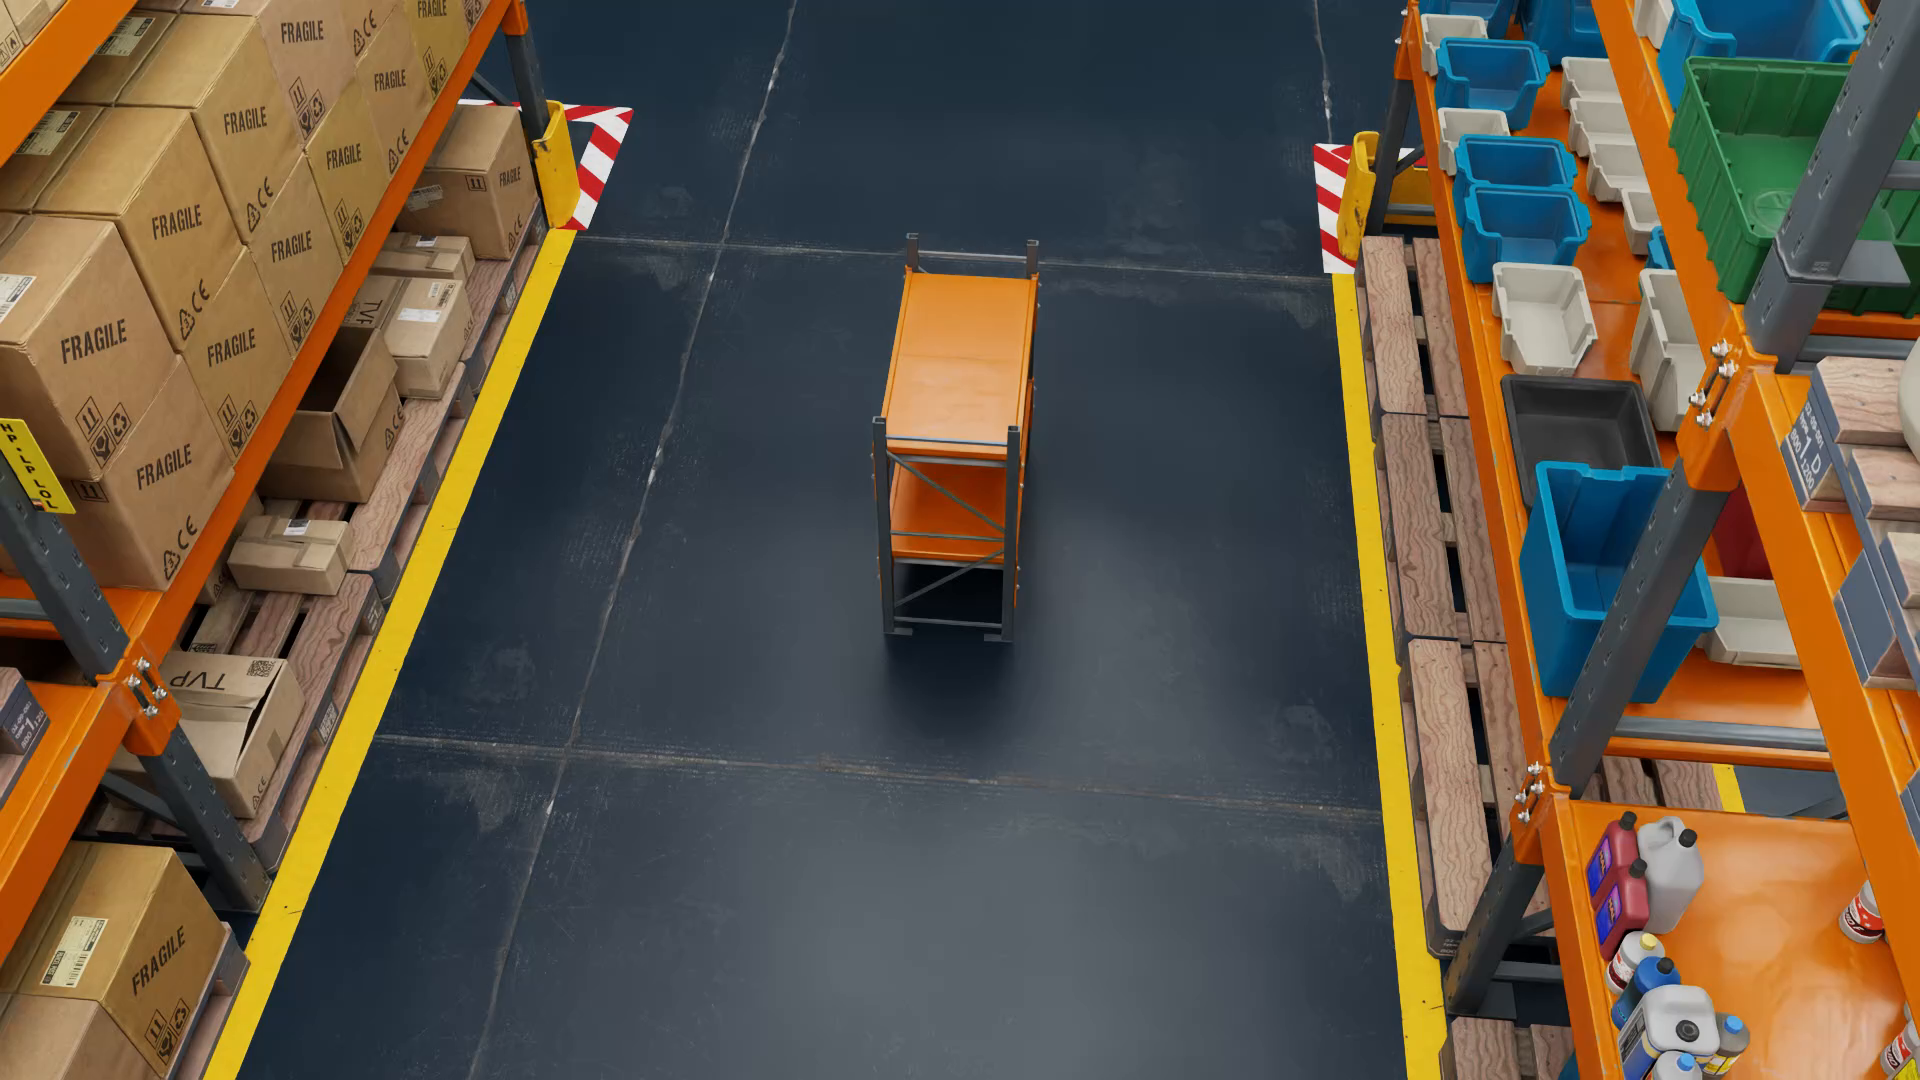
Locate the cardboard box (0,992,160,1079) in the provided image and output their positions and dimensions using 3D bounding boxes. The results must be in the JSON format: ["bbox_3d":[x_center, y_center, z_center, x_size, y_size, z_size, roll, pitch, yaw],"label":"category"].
[{"bbox_3d":[-2.671,1.615,4.662,0.500,0.500,0.500,4,48,4],"label":"cardboard box"}]

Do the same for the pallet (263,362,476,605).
[{"bbox_3d":[-2.685,-0.288,6.896,1.003,0.211,1.213,4,48,4],"label":"pallet"}]

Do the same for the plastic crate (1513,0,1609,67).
[{"bbox_3d":[2.595,-2.202,6.693,0.616,0.435,0.499,4,48,4],"label":"plastic crate"}]

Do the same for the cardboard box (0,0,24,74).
[{"bbox_3d":[-2.567,-1.128,3.843,0.500,0.250,0.500,4,48,4],"label":"cardboard box"}]

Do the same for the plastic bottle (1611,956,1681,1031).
[{"bbox_3d":[1.603,1.050,3.870,0.097,0.271,0.097,0,48,0],"label":"plastic bottle"}]

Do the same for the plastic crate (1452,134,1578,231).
[{"bbox_3d":[1.969,-1.266,5.974,0.416,0.233,0.300,4,48,4],"label":"plastic crate"}]

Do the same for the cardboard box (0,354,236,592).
[{"bbox_3d":[-2.540,-0.215,4.872,0.500,0.500,0.500,5,48,5],"label":"cardboard box"}]

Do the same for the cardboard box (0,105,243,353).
[{"bbox_3d":[-2.488,-0.903,4.824,0.500,0.500,0.500,3,48,2],"label":"cardboard box"}]

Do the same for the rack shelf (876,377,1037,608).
[{"bbox_3d":[0.001,-0.220,6.546,0.538,0.278,1.000,4,48,4],"label":"rack shelf"}]

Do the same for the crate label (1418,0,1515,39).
[{"bbox_3d":[2.089,-2.233,6.858,0.416,0.233,0.303,4,48,4],"label":"crate label"}]

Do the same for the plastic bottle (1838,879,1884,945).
[{"bbox_3d":[2.235,0.894,4.060,0.097,0.201,0.097,0,48,0],"label":"plastic bottle"}]

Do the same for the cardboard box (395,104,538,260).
[{"bbox_3d":[-2.297,-1.653,7.651,0.500,0.500,0.500,4,48,4],"label":"cardboard box"}]

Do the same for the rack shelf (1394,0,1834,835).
[{"bbox_3d":[2.257,-0.716,5.886,1.077,0.370,4.000,4,48,4],"label":"rack shelf"}]

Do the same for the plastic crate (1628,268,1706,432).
[{"bbox_3d":[2.397,-0.579,5.313,0.437,0.282,0.530,4,48,4],"label":"plastic crate"}]

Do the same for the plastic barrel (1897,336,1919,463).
[{"bbox_3d":[1.777,-0.319,2.626,0.433,0.535,0.433,0,48,0],"label":"plastic barrel"}]

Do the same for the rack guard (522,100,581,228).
[{"bbox_3d":[-2.500,-1.865,8.143,1.175,0.500,0.348,4,48,4],"label":"rack guard"}]

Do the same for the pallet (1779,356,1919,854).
[{"bbox_3d":[2.101,0.145,2.706,1.213,0.211,1.003,4,48,4],"label":"pallet"}]

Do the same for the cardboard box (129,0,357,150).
[{"bbox_3d":[-2.394,-1.660,5.516,0.500,0.500,0.500,5,48,5],"label":"cardboard box"}]

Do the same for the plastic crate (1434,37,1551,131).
[{"bbox_3d":[2.029,-1.749,6.416,0.416,0.233,0.300,4,48,4],"label":"plastic crate"}]

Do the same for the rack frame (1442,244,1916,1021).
[{"bbox_3d":[2.075,0.511,4.276,1.000,3.000,0.127,4,48,4],"label":"rack frame"}]

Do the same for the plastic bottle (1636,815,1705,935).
[{"bbox_3d":[1.716,0.794,4.050,0.144,0.351,0.185,4,48,4],"label":"plastic bottle"}]

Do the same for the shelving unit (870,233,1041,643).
[{"bbox_3d":[0.001,-0.385,6.365,0.538,1.125,1.048,4,48,4],"label":"shelving unit"}]

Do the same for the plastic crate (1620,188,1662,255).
[{"bbox_3d":[2.495,-1.111,5.898,0.298,0.136,0.250,4,48,4],"label":"plastic crate"}]

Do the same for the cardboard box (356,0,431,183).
[{"bbox_3d":[-2.358,-1.703,6.233,0.500,0.500,0.500,4,48,4],"label":"cardboard box"}]

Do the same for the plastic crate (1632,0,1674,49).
[{"bbox_3d":[1.812,-1.373,4.145,0.293,0.136,0.466,4,48,4],"label":"plastic crate"}]

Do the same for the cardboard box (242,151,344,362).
[{"bbox_3d":[-2.448,-0.959,5.553,0.500,0.500,0.500,4,48,3],"label":"cardboard box"}]

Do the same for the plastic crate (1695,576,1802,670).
[{"bbox_3d":[2.260,0.247,4.655,0.396,0.136,0.243,4,48,4],"label":"plastic crate"}]

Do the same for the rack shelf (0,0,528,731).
[{"bbox_3d":[-2.675,-1.052,6.193,1.077,0.370,4.000,4,48,4],"label":"rack shelf"}]

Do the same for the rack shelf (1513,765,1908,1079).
[{"bbox_3d":[1.893,2.223,3.197,1.077,0.370,4.000,4,48,4],"label":"rack shelf"}]

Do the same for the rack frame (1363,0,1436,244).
[{"bbox_3d":[2.439,-2.429,6.964,1.000,3.000,0.127,4,48,4],"label":"rack frame"}]

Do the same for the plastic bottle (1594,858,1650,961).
[{"bbox_3d":[1.604,0.889,4.009,0.061,0.283,0.133,4,48,4],"label":"plastic bottle"}]

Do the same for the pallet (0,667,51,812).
[{"bbox_3d":[-3.039,0.819,4.124,1.003,0.211,1.213,4,48,4],"label":"pallet"}]

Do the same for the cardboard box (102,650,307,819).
[{"bbox_3d":[-2.604,0.640,5.682,0.500,0.311,0.500,4,48,4],"label":"cardboard box"}]

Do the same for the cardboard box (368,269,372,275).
[{"bbox_3d":[-2.871,-1.237,7.440,0.500,0.250,0.500,4,48,4],"label":"cardboard box"}]

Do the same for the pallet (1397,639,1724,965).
[{"bbox_3d":[2.103,0.909,5.802,1.003,0.211,1.213,4,48,4],"label":"pallet"}]

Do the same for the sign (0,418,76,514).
[{"bbox_3d":[-2.305,-0.181,4.124,0.100,0.325,0.005,4,48,4],"label":"sign"}]

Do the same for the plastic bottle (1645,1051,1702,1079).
[{"bbox_3d":[1.582,1.221,3.714,0.097,0.271,0.097,0,48,0],"label":"plastic bottle"}]

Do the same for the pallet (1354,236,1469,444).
[{"bbox_3d":[2.326,-0.884,7.442,1.003,0.211,1.213,4,48,4],"label":"pallet"}]

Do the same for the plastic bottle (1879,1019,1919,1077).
[{"bbox_3d":[2.202,1.163,3.814,0.097,0.201,0.097,0,48,0],"label":"plastic bottle"}]

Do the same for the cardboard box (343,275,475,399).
[{"bbox_3d":[-2.414,-0.873,7.107,0.500,0.250,0.500,4,48,4],"label":"cardboard box"}]

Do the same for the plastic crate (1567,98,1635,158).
[{"bbox_3d":[2.505,-1.537,6.287,0.396,0.136,0.243,4,48,4],"label":"plastic crate"}]

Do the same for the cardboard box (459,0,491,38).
[{"bbox_3d":[-2.263,-2.451,6.917,0.500,0.500,0.500,5,48,5],"label":"cardboard box"}]

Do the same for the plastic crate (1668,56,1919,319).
[{"bbox_3d":[1.812,-0.762,3.551,0.450,0.188,0.662,4,48,4],"label":"plastic crate"}]

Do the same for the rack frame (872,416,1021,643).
[{"bbox_3d":[-0.046,-0.011,6.024,0.500,1.125,0.032,4,48,4],"label":"rack frame"}]

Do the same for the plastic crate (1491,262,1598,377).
[{"bbox_3d":[1.934,-0.720,5.540,0.293,0.136,0.466,4,48,4],"label":"plastic crate"}]

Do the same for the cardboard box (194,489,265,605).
[{"bbox_3d":[-3.020,-0.055,6.318,0.500,0.311,0.500,4,48,4],"label":"cardboard box"}]
